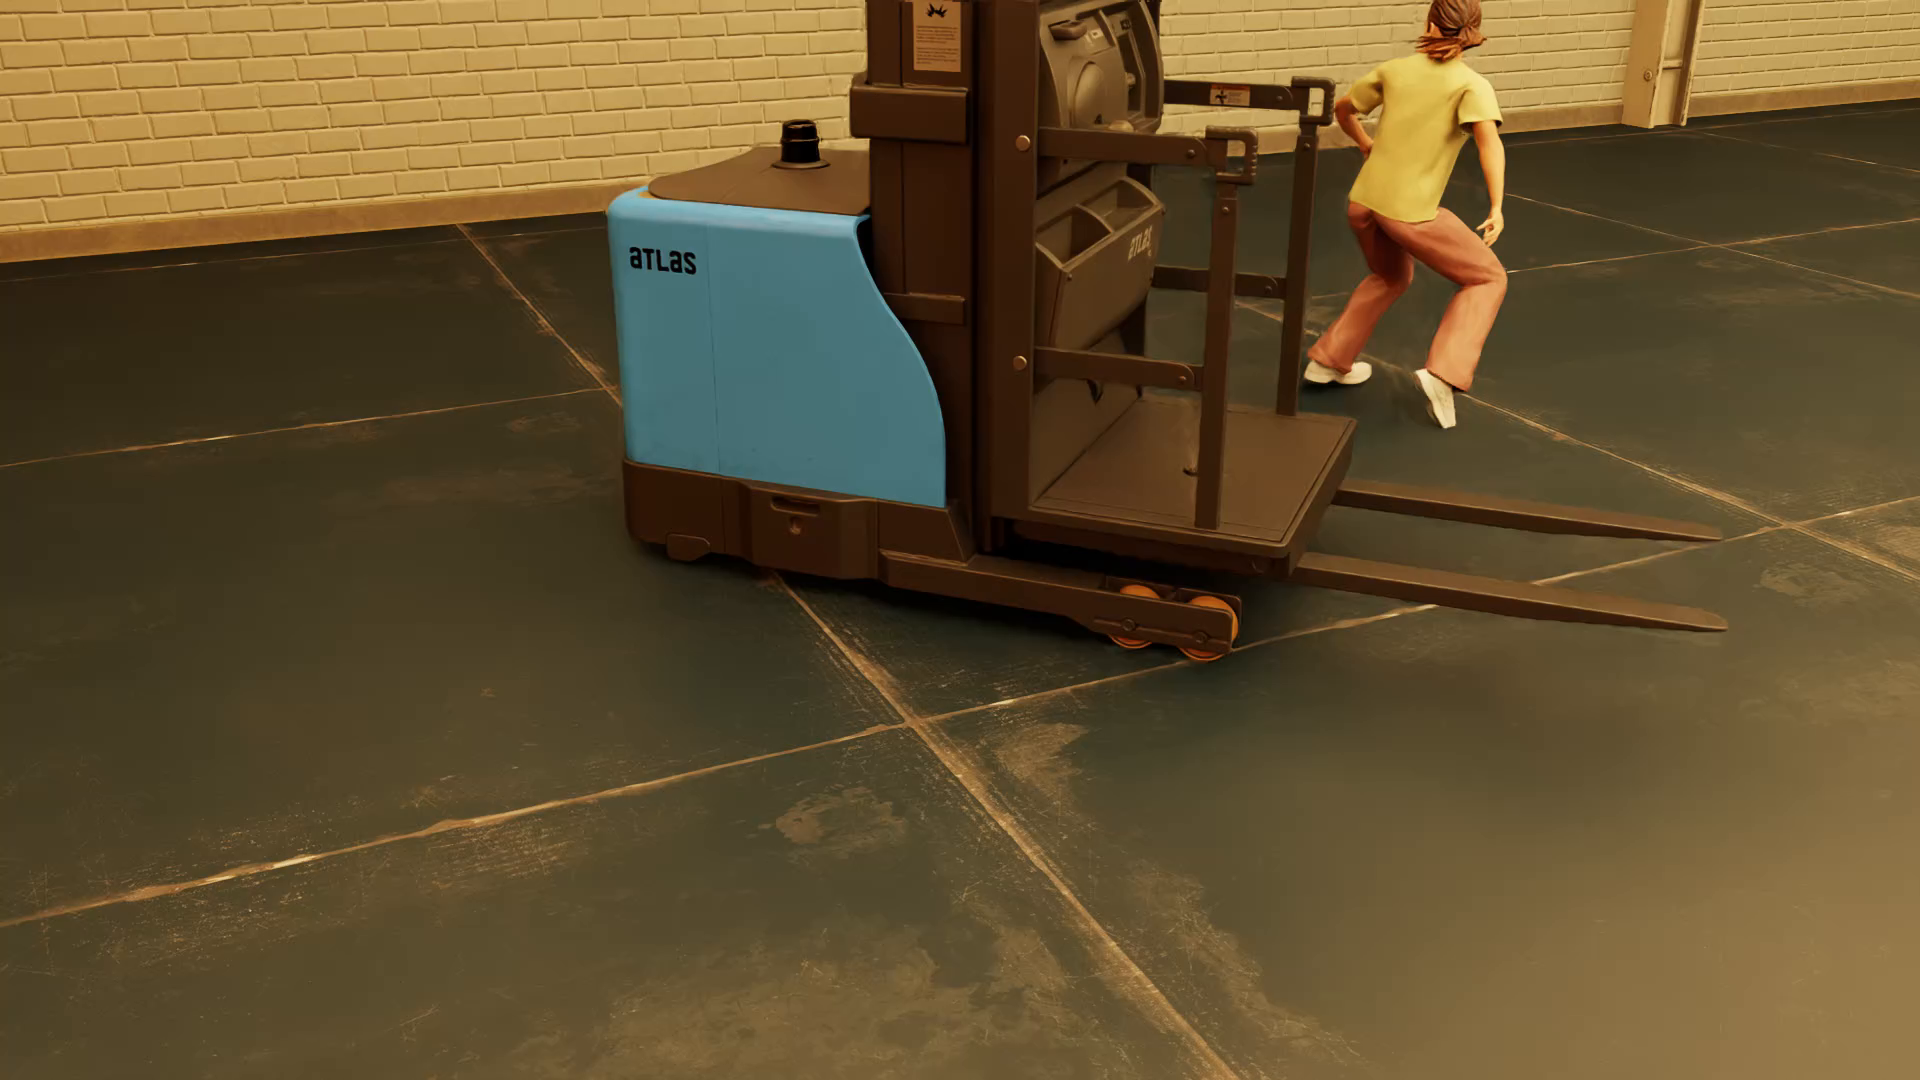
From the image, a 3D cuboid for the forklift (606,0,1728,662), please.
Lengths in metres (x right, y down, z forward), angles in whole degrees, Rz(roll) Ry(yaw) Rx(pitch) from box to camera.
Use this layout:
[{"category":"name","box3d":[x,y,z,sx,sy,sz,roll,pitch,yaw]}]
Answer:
[{"category":"forklift","box3d":[0.569,-1.268,4.338,3.031,2.935,1.130,9,24,20]}]

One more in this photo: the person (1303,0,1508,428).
[{"category":"person","box3d":[1.707,-1.188,6.095,0.472,1.568,0.913,-15,27,-32]}]
